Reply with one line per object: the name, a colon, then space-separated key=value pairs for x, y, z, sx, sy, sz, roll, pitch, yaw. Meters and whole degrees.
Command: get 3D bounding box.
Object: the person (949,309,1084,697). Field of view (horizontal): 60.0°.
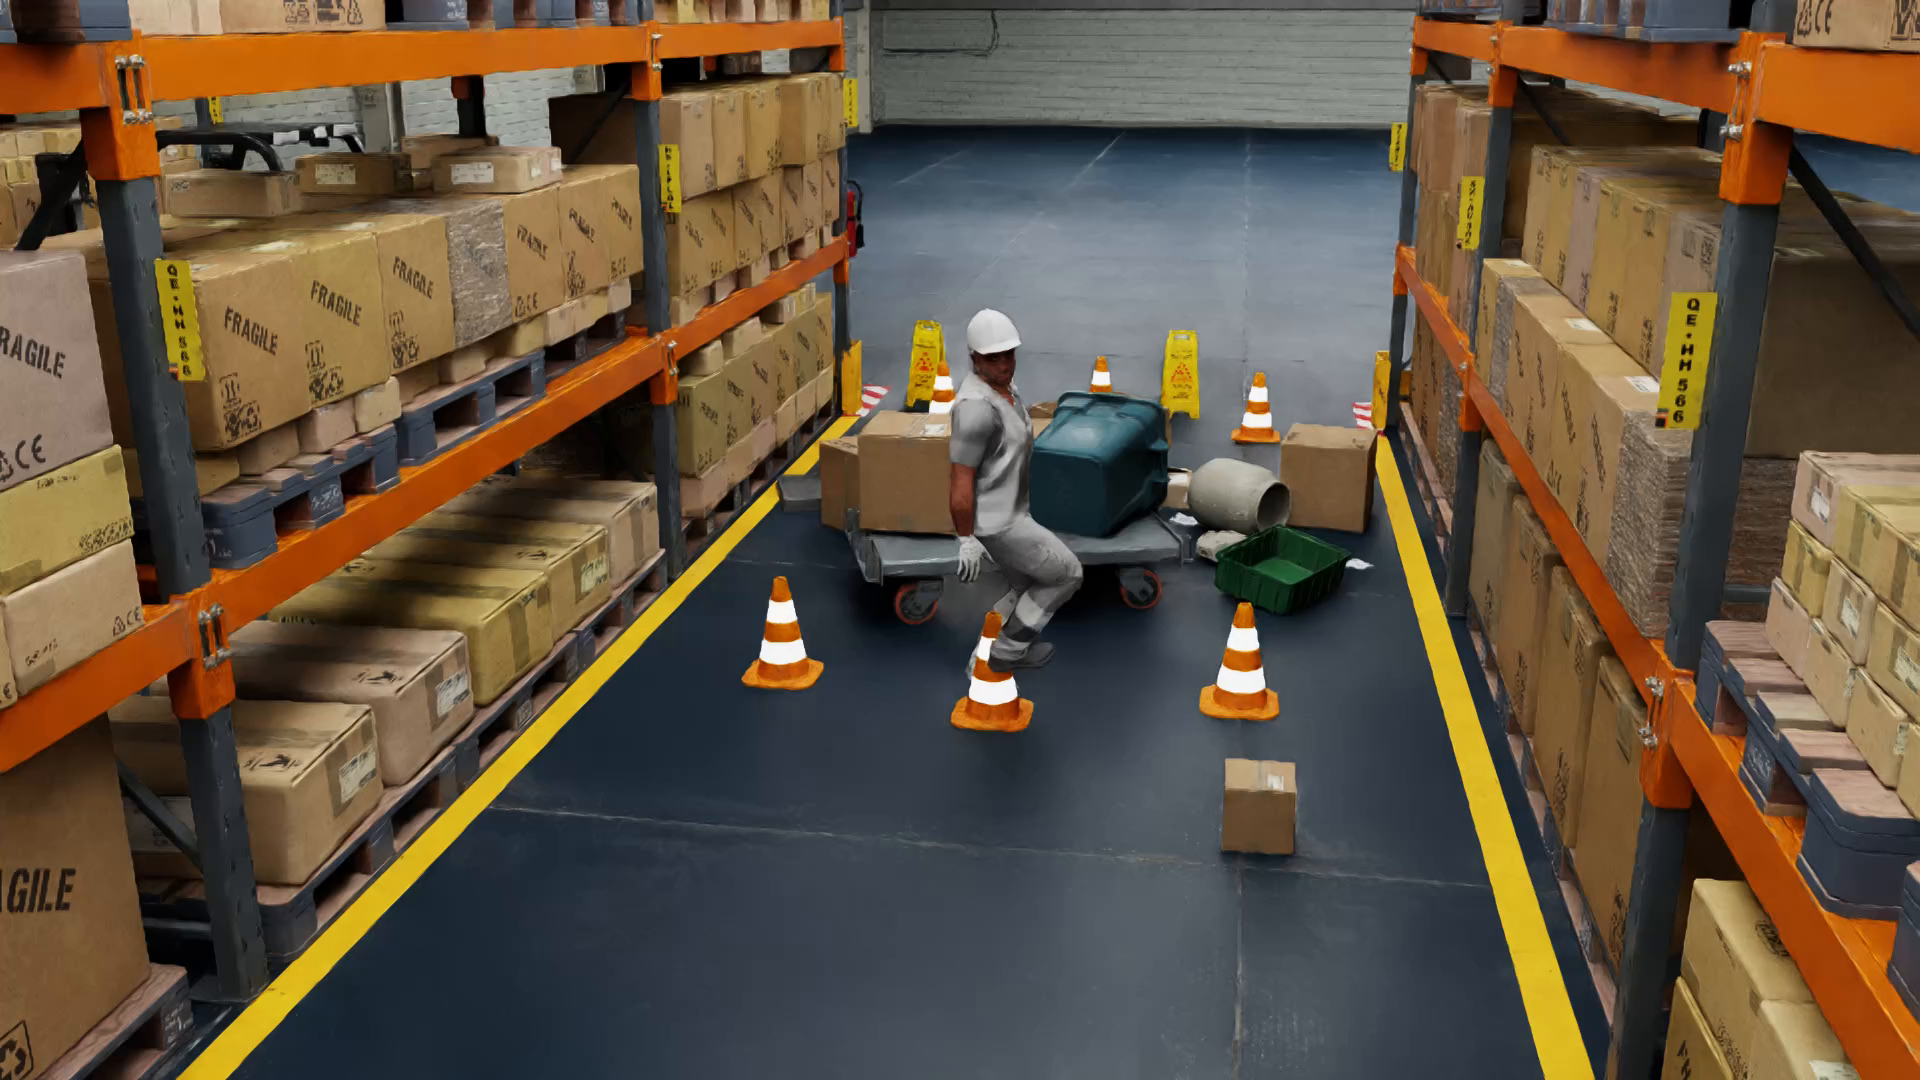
person: x=0.236 y=-0.070 z=6.716 sx=0.533 sy=1.772 sz=0.677 roll=2 pitch=18 yaw=6
